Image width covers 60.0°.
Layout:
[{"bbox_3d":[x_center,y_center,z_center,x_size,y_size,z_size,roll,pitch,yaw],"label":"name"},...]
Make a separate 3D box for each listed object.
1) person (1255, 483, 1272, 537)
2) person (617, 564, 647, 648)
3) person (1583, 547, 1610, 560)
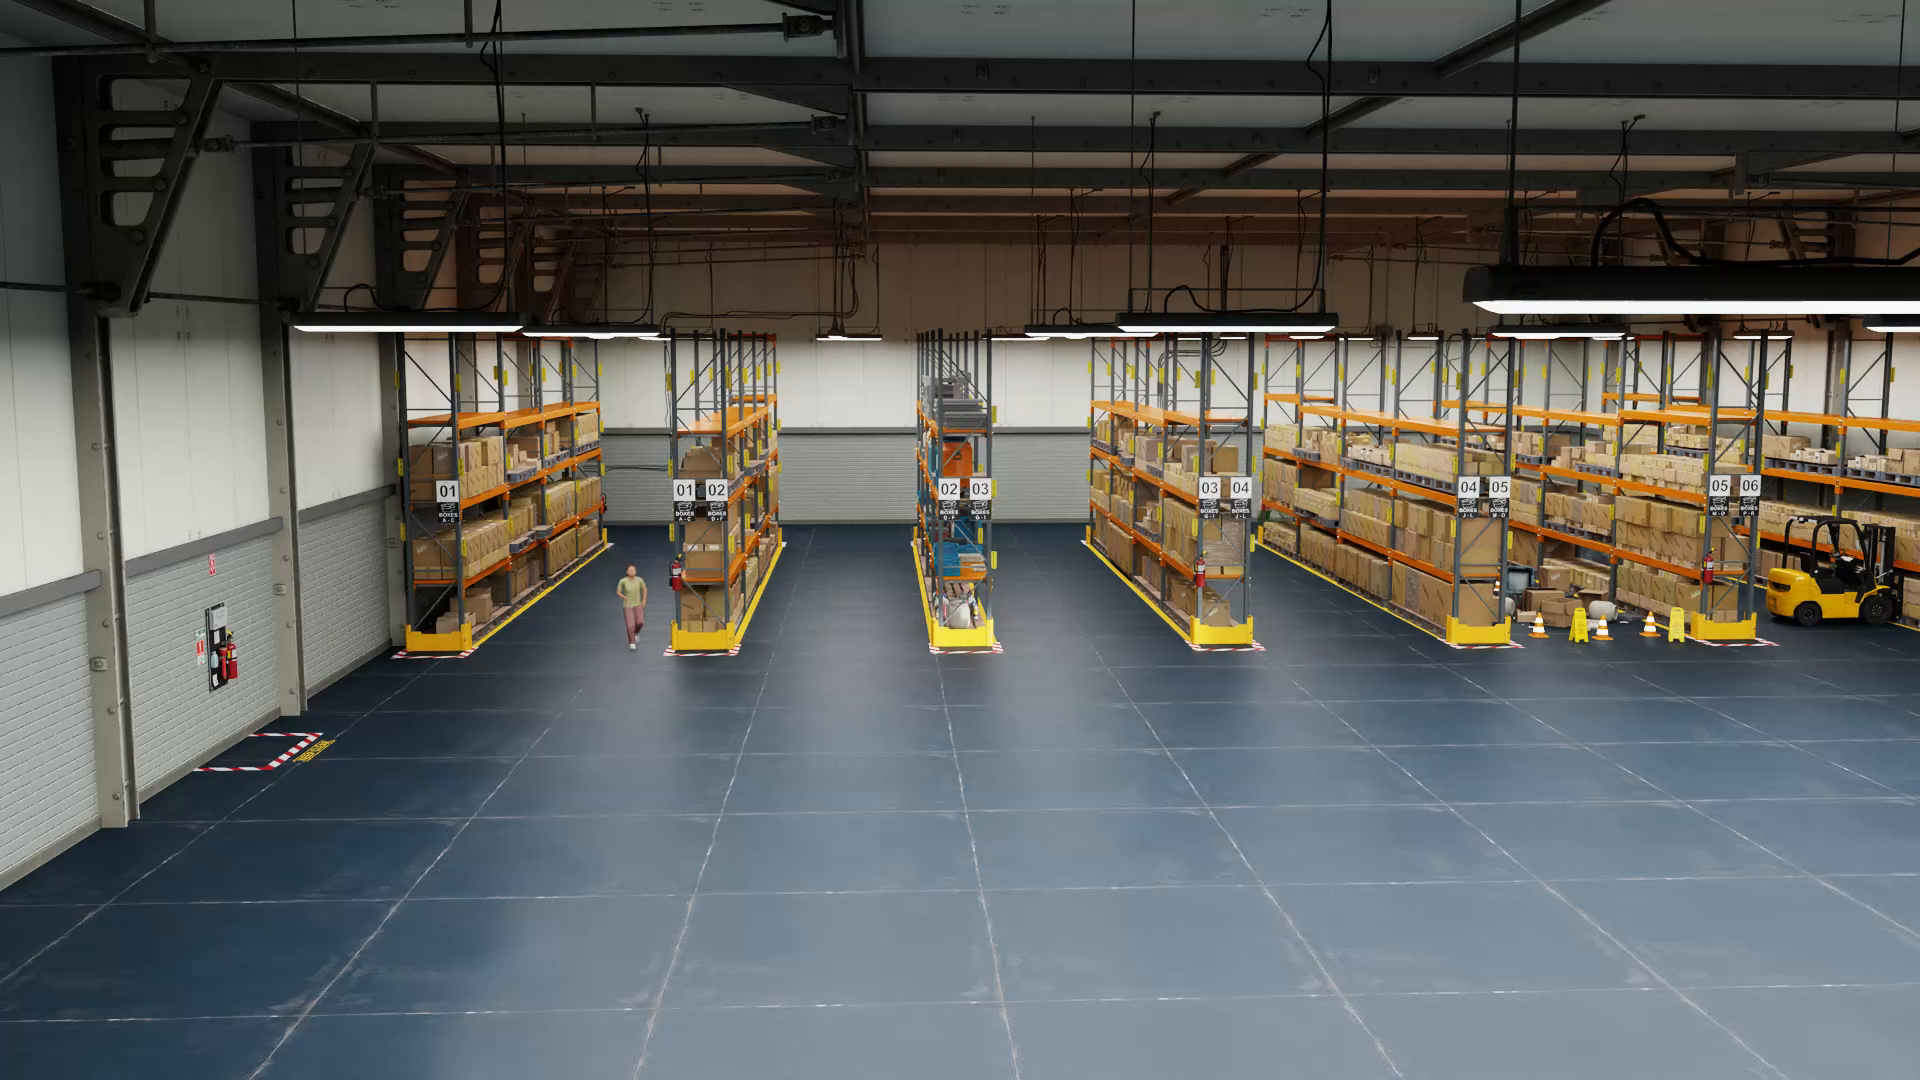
[{"bbox_3d":[9.089,-0.905,49.122,0.862,1.739,0.737,1,7,7],"label":"person"},{"bbox_3d":[-6.149,1.250,31.259,0.583,1.617,0.588,-2,7,-19],"label":"person"},{"bbox_3d":[16.837,-0.295,43.798,0.626,1.840,1.009,-1,7,-10],"label":"person"}]
